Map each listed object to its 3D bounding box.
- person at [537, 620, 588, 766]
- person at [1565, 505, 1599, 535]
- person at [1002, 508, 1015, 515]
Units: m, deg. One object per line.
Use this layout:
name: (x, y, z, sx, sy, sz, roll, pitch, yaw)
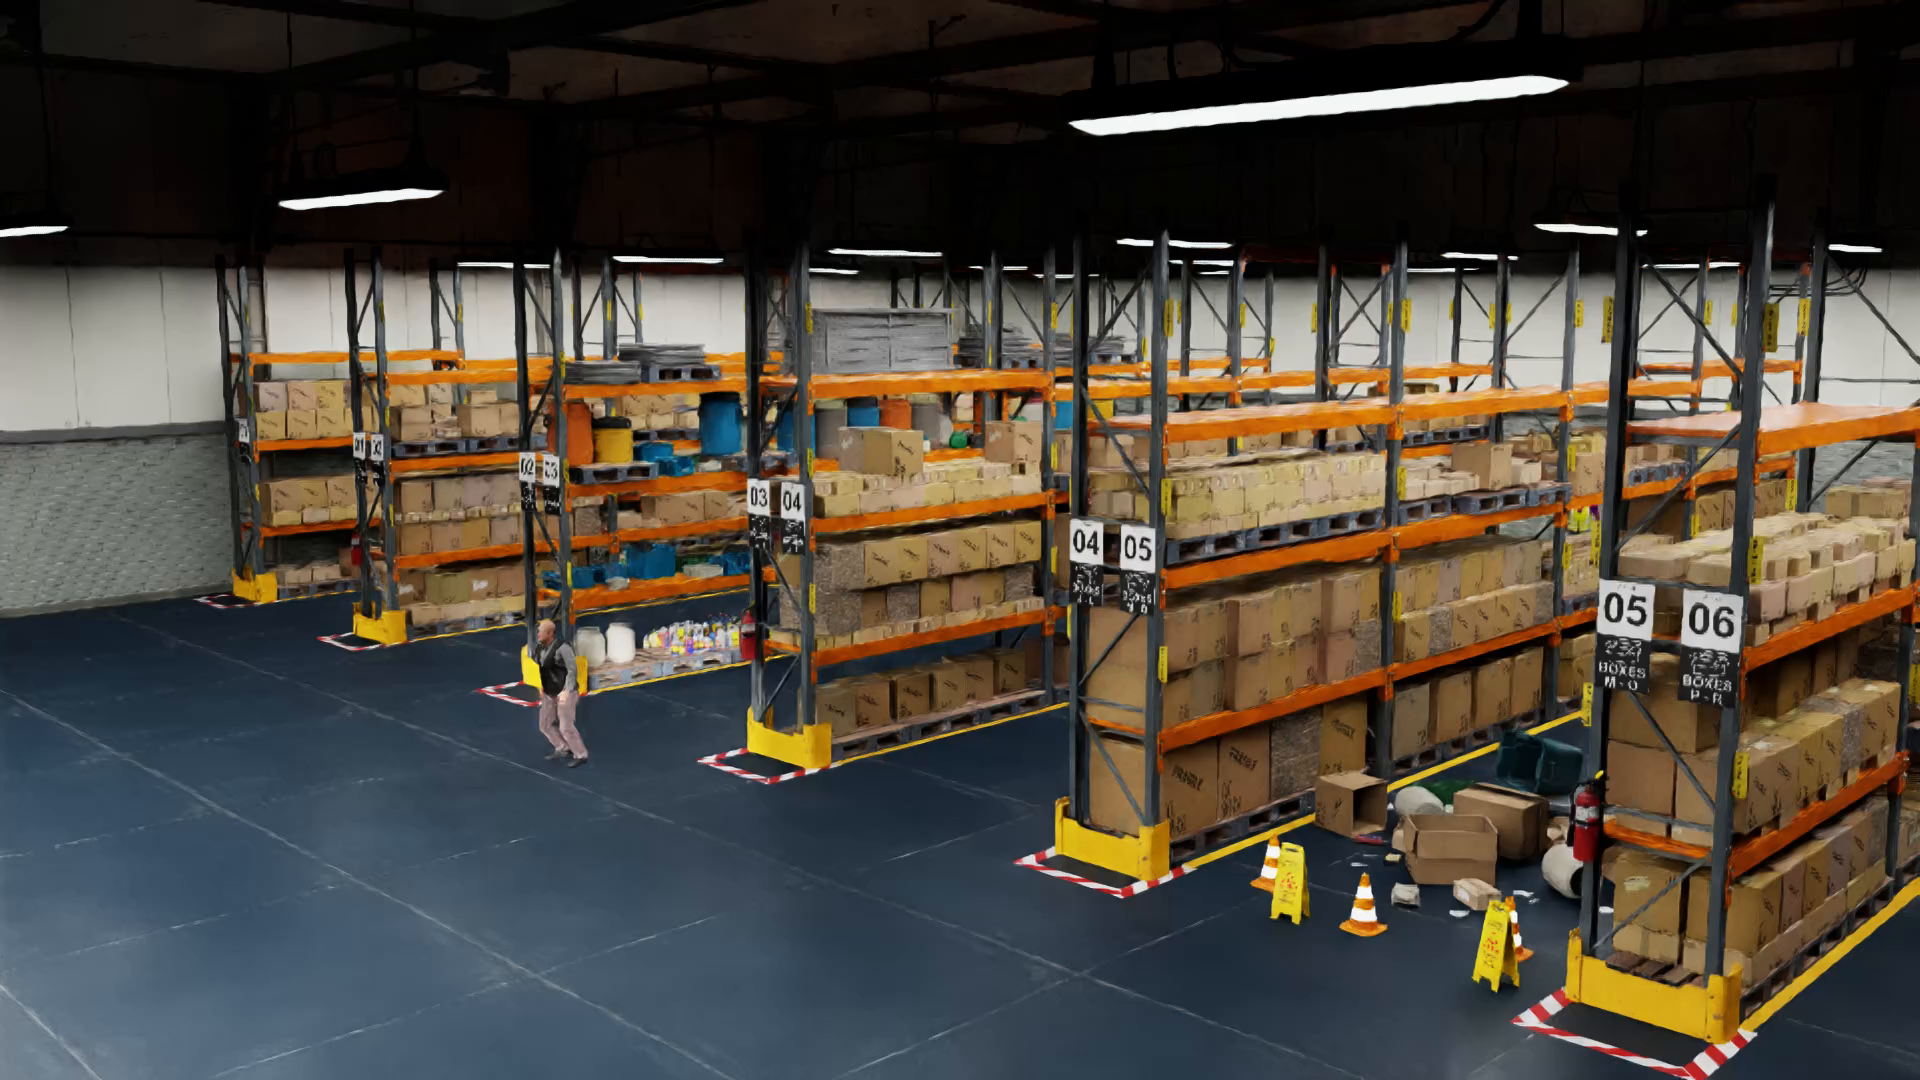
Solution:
person: (-4.496, 1.709, 18.689, 0.677, 1.674, 0.534, 8, 11, 43)
person: (11.953, -0.219, 32.059, 0.708, 1.702, 0.843, 4, 9, 28)
person: (0.875, -0.427, 33.781, 0.449, 1.586, 1.095, 7, 11, 42)
